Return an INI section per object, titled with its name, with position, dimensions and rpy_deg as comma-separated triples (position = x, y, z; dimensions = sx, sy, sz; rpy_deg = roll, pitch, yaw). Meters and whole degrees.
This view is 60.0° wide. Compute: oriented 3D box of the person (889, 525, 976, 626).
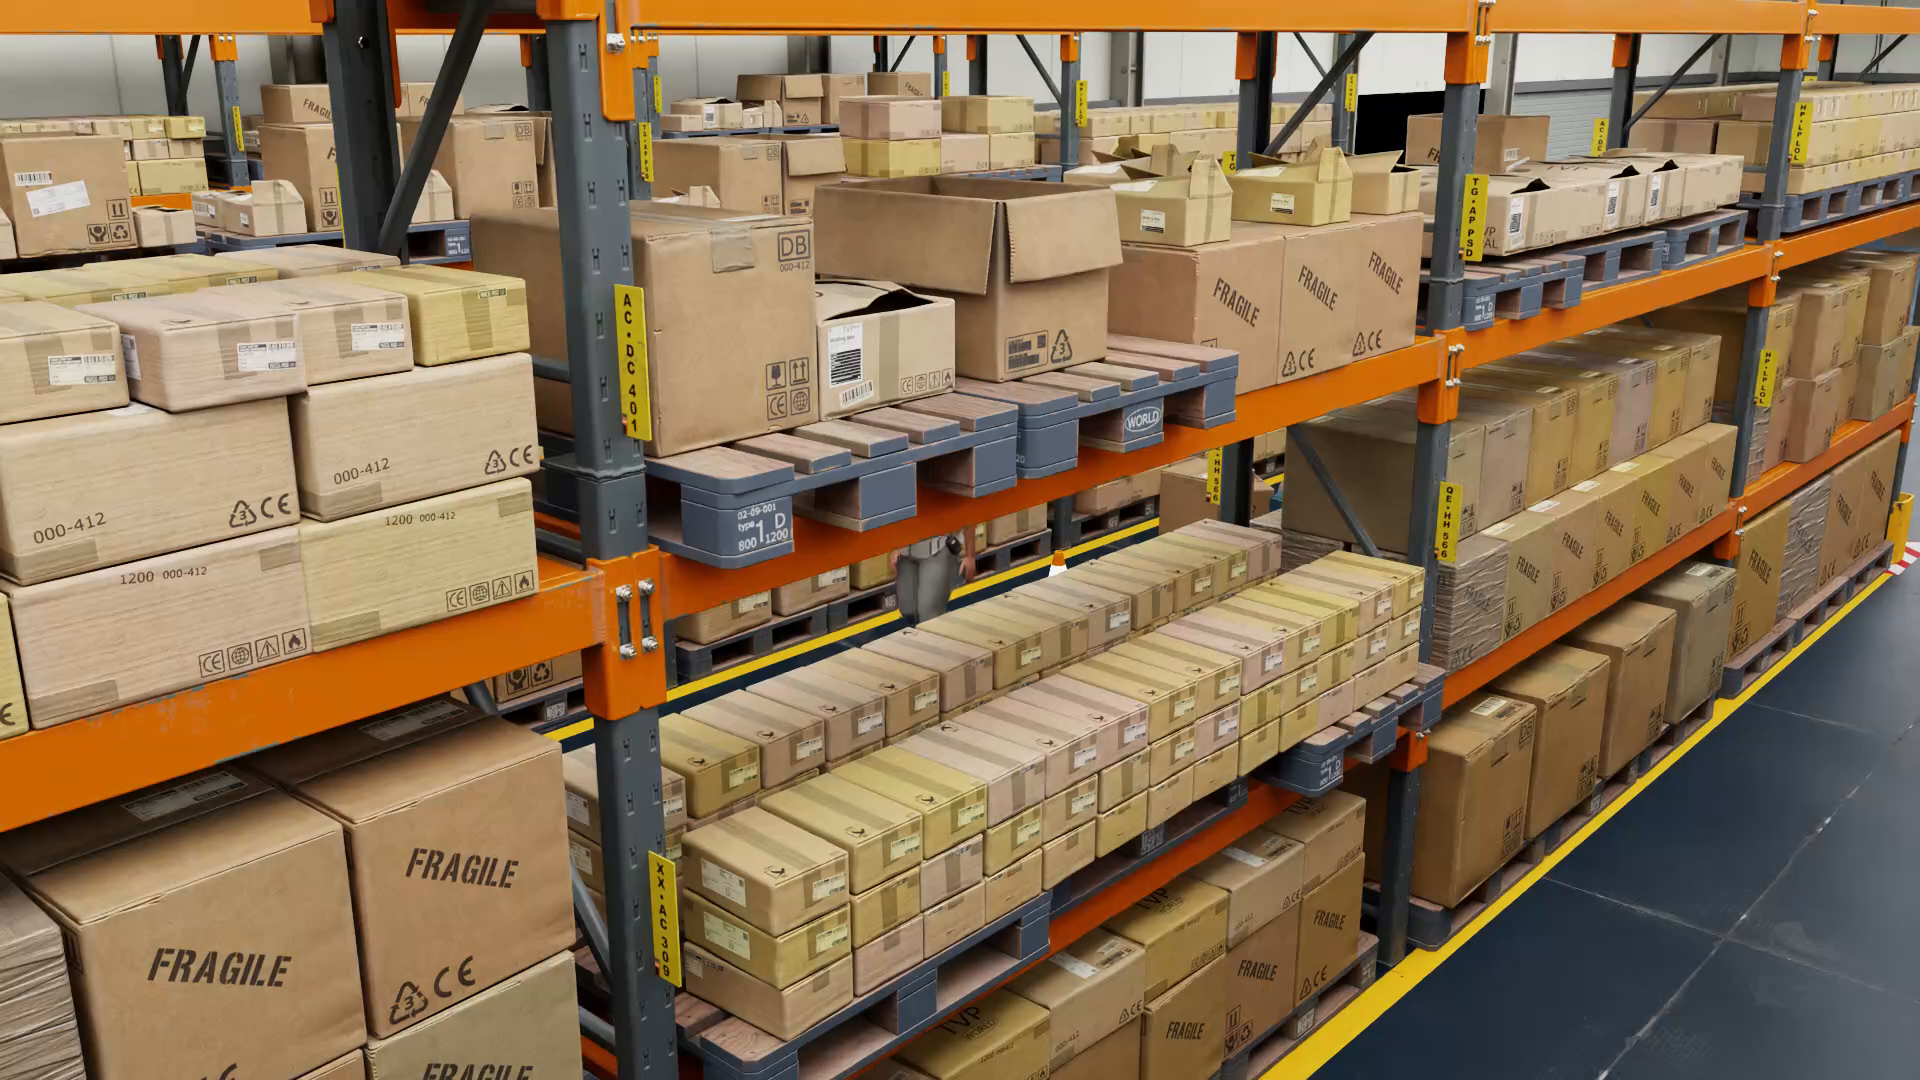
[person]
position = -0.157, 0.052, 10.332
dimensions = 0.563, 1.760, 0.703
rpy_deg = 12, 21, 34
